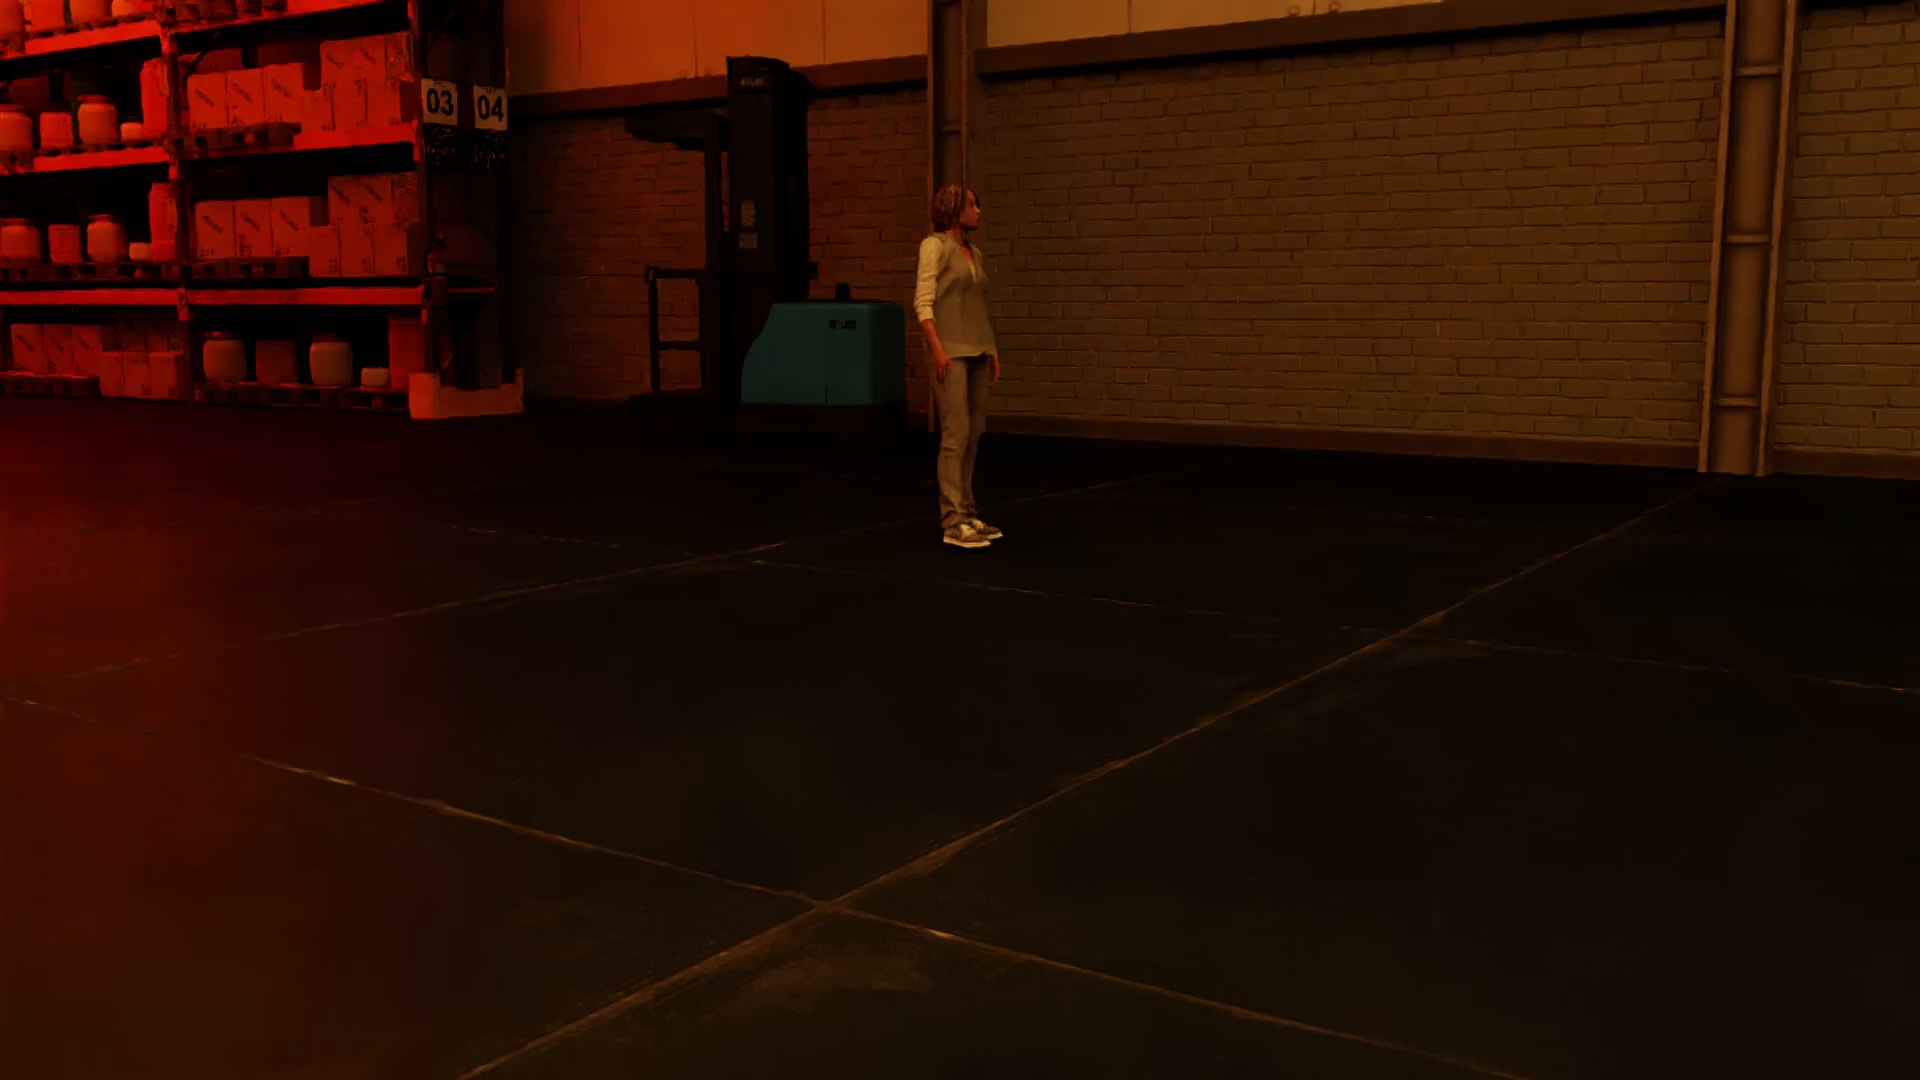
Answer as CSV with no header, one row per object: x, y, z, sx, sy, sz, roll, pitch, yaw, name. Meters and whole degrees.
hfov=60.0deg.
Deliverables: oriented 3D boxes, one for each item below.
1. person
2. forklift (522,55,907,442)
0.054,-0.790,7.438,0.474,1.597,0.521,5,10,34,person
-2.005,-2.287,13.277,3.031,2.935,1.130,2,8,14,forklift
